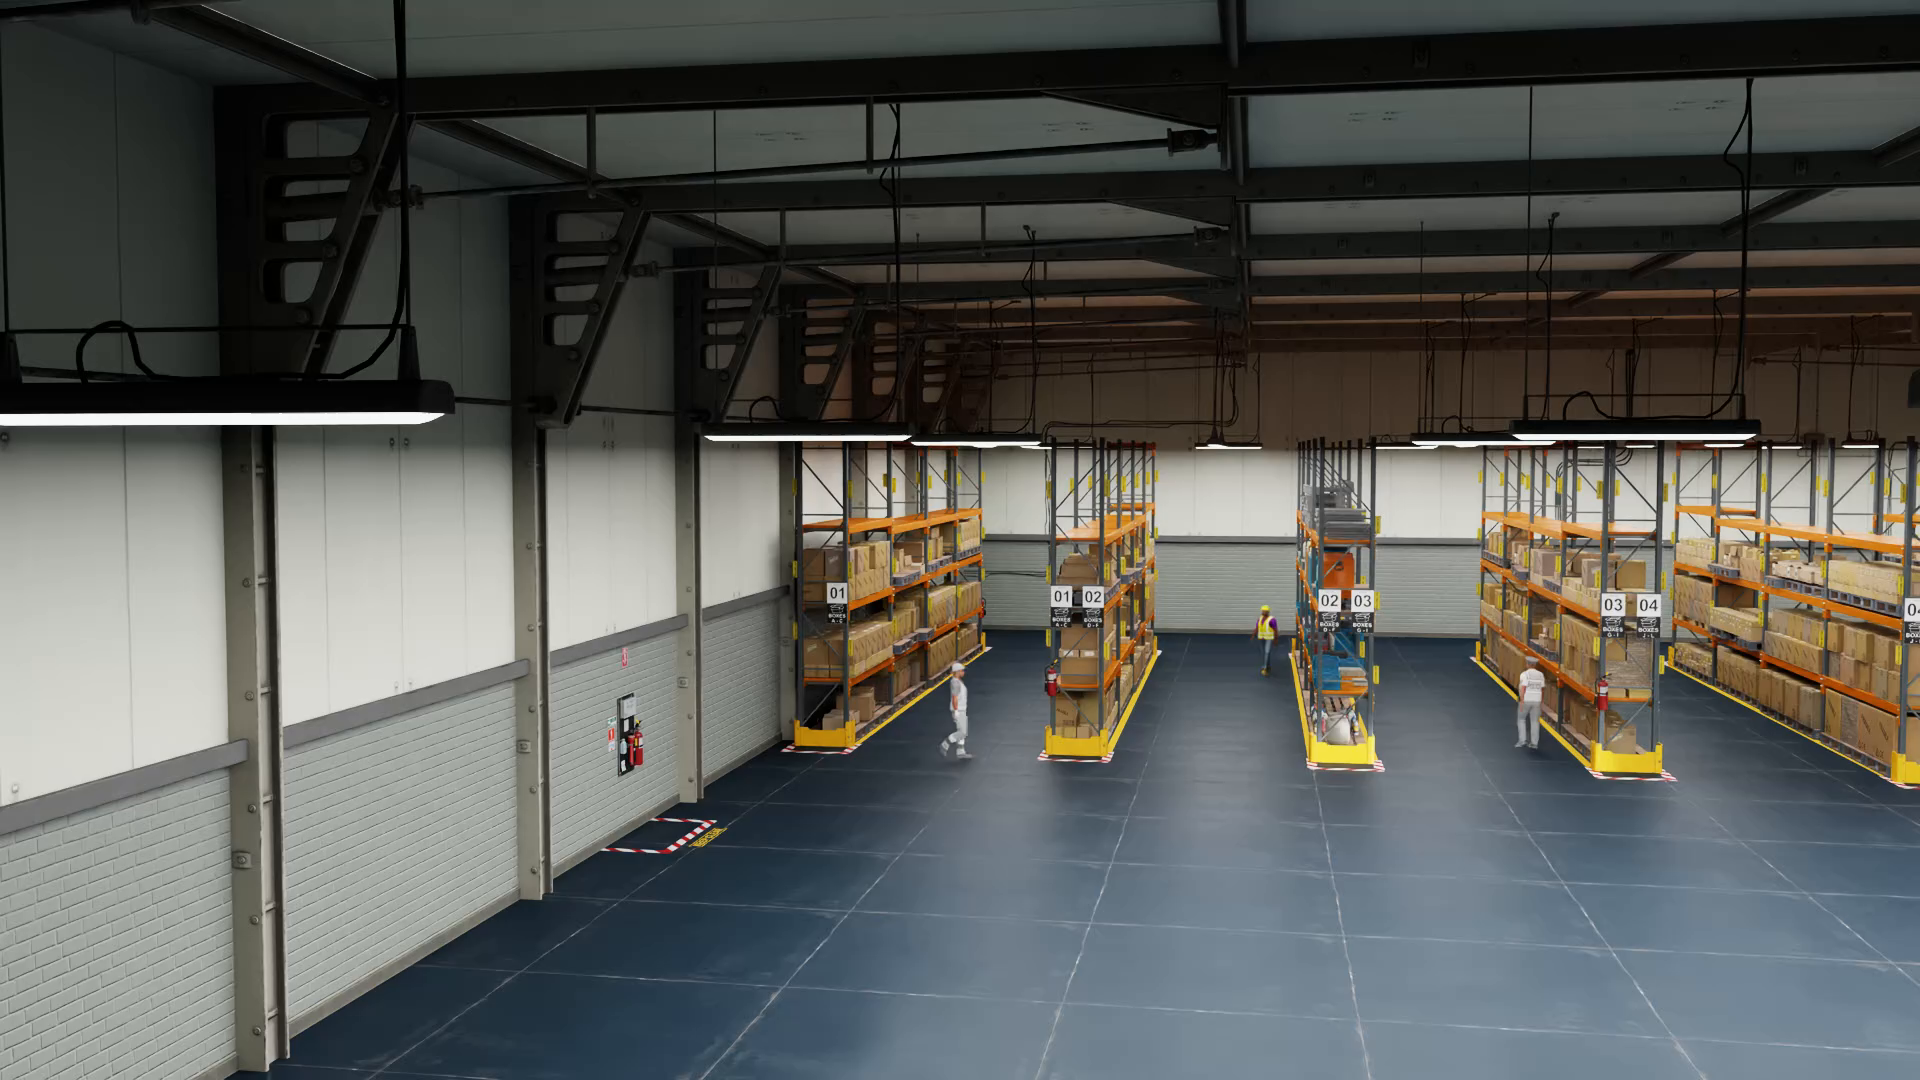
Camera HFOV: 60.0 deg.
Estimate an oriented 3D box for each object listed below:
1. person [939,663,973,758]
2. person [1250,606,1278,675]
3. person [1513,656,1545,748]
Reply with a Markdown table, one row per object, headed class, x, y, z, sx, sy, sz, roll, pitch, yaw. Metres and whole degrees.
| class | x | y | z | sx | sy | sz | roll | pitch | yaw |
| --- | --- | --- | --- | --- | --- | --- | --- | --- | --- |
| person | -0.078 | 3.179 | 30.933 | 0.627 | 1.784 | 0.558 | 0 | 3 | 4 |
| person | 7.854 | 2.564 | 42.998 | 0.675 | 1.737 | 0.937 | 2 | 4 | 36 |
| person | 11.051 | 3.172 | 32.150 | 0.544 | 1.826 | 0.600 | 0 | 3 | 2 |
